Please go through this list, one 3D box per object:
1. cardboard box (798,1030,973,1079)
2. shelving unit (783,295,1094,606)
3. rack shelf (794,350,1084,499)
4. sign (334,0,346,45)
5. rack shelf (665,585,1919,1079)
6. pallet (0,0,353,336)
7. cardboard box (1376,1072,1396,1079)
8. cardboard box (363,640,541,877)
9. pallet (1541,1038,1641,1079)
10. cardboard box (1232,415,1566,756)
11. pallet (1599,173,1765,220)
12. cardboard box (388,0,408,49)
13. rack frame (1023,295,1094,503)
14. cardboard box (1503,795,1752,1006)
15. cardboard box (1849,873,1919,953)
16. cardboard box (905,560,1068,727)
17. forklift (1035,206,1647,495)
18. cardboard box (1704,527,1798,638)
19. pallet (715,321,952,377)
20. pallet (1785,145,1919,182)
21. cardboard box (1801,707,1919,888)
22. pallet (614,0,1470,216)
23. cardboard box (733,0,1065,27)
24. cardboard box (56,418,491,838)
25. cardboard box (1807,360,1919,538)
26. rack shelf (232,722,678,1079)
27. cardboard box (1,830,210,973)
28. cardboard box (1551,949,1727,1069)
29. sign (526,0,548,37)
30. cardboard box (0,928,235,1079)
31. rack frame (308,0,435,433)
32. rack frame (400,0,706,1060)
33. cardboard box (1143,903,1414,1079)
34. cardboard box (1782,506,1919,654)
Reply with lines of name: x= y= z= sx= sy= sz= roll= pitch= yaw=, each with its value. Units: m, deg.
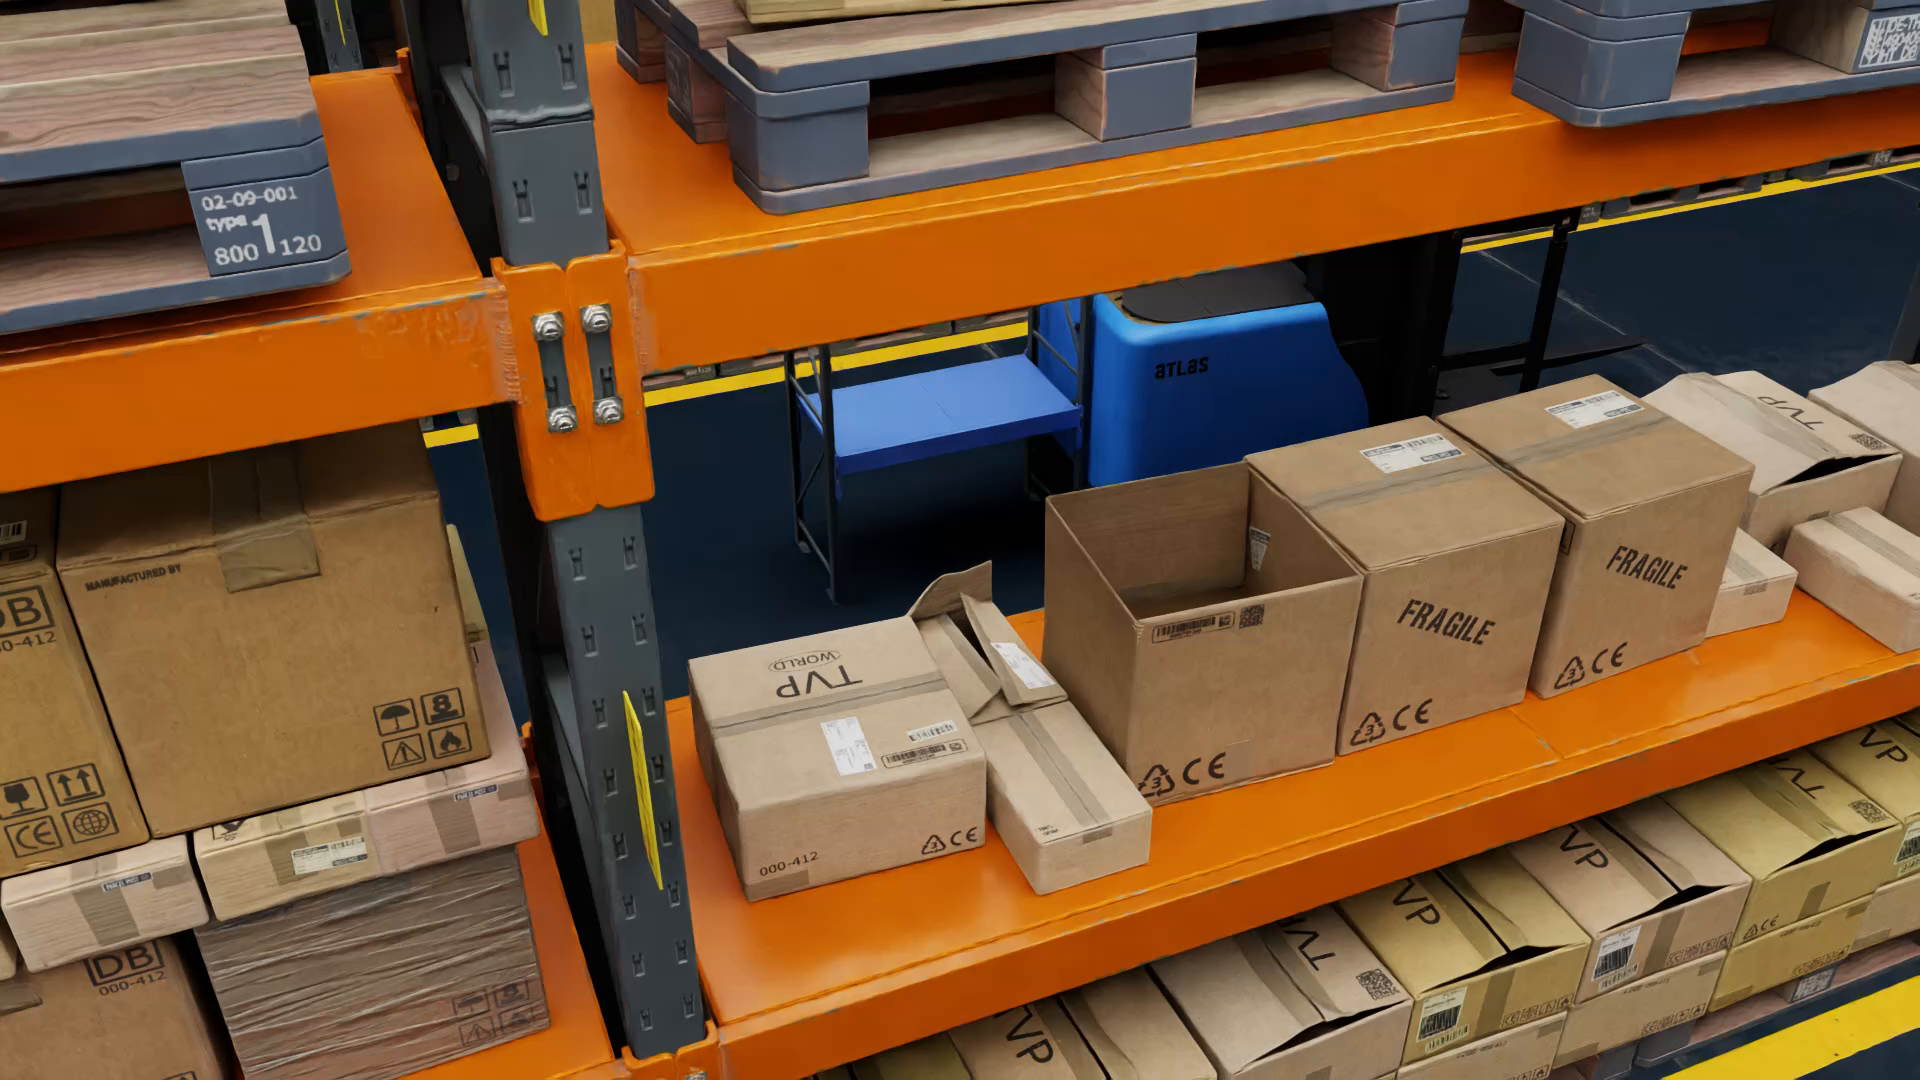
cardboard box: x=-0.223 y=1.282 z=3.651 sx=0.500 sy=0.311 sz=0.500 roll=-13 pitch=35 yaw=-19
shelving unit: x=-0.089 y=-0.610 z=6.313 sx=1.048 sy=1.500 sz=0.538 roll=-13 pitch=35 yaw=-19
rack shelf: x=-0.089 y=-0.459 z=6.411 sx=1.000 sy=0.185 sz=0.538 roll=-13 pitch=35 yaw=-19
sign: x=-2.405 y=-2.079 z=6.401 sx=0.005 sy=0.325 sz=0.100 roll=-13 pitch=35 yaw=-19
rack shelf: x=1.144 y=0.382 z=4.072 sx=4.000 sy=0.370 sz=1.077 roll=-13 pitch=35 yaw=-19
pallet: x=-1.477 y=-0.525 z=2.137 sx=1.213 sy=0.211 sz=1.003 roll=-13 pitch=35 yaw=-19
cardboard box: x=0.716 y=1.300 z=4.137 sx=0.500 sy=0.250 sz=0.500 roll=-14 pitch=36 yaw=-20
cardboard box: x=-0.868 y=0.354 z=2.769 sx=0.250 sy=0.149 sz=0.380 roll=-13 pitch=35 yaw=-19
pallet: x=1.090 y=1.237 z=4.656 sx=1.213 sy=0.211 sz=1.003 roll=-13 pitch=35 yaw=-19
cardboard box: x=0.961 y=0.090 z=3.770 sx=0.500 sy=0.500 sz=0.500 roll=-13 pitch=35 yaw=-19
pallet: x=4.072 y=-2.307 z=10.102 sx=1.213 sy=0.211 sz=1.003 roll=-13 pitch=35 yaw=-19
cardboard box: x=-2.139 y=-2.304 z=7.046 sx=0.500 sy=0.500 sz=0.700 roll=-13 pitch=35 yaw=-19
rack frame: x=0.380 y=-0.716 z=6.476 sx=0.032 sy=1.500 sz=0.500 roll=-13 pitch=35 yaw=-19
cardboard box: x=1.657 y=0.852 z=4.312 sx=0.500 sy=0.311 sz=0.500 roll=-13 pitch=35 yaw=-19
cardboard box: x=2.597 y=0.868 z=4.801 sx=0.500 sy=0.250 sz=0.500 roll=-12 pitch=35 yaw=-18
cardboard box: x=0.039 y=0.281 z=3.691 sx=0.258 sy=0.266 sz=0.396 roll=-14 pitch=35 yaw=-20
forklift: x=1.861 y=-1.567 z=6.471 sx=3.031 sy=2.935 sz=1.130 roll=-10 pitch=34 yaw=-15
cardboard box: x=1.834 y=0.061 z=4.136 sx=0.250 sy=0.149 sz=0.380 roll=-10 pitch=34 yaw=-15
pallet: x=-0.778 y=-1.244 z=8.468 sx=1.213 sy=0.211 sz=1.003 roll=-13 pitch=35 yaw=-19
pallet: x=5.486 y=-2.629 z=10.597 sx=1.213 sy=0.211 sz=1.003 roll=-13 pitch=35 yaw=-19
cardboard box: x=2.600 y=0.634 z=4.647 sx=0.500 sy=0.311 sz=0.500 roll=-12 pitch=35 yaw=-18
pallet: x=0.108 y=-0.867 z=2.758 sx=1.217 sy=0.209 sz=0.805 roll=-14 pitch=36 yaw=-21
cardboard box: x=-0.129 y=-0.993 z=2.528 sx=0.500 sy=0.250 sz=0.500 roll=-9 pitch=34 yaw=-14
cardboard box: x=-1.107 y=0.014 z=2.697 sx=0.500 sy=0.500 sz=0.700 roll=-13 pitch=35 yaw=-19
cardboard box: x=2.635 y=-0.250 z=4.465 sx=0.500 sy=0.311 sz=0.500 roll=-11 pitch=35 yaw=-16
rack shelf: x=-2.545 y=1.226 z=2.774 sx=4.000 sy=0.370 sz=1.077 roll=-13 pitch=35 yaw=-19
cardboard box: x=-1.338 y=0.462 z=2.604 sx=0.250 sy=0.149 sz=0.380 roll=-14 pitch=36 yaw=-20
cardboard box: x=1.658 y=1.084 z=4.470 sx=0.500 sy=0.250 sz=0.500 roll=-12 pitch=35 yaw=-18
sign: x=-0.484 y=-0.726 z=1.818 sx=0.005 sy=0.325 sz=0.100 roll=-13 pitch=35 yaw=-19
cardboard box: x=-1.591 y=0.672 z=2.875 sx=0.500 sy=0.500 sz=0.700 roll=-13 pitch=35 yaw=-19
rack frame: x=-2.622 y=-1.988 z=7.054 sx=0.127 sy=3.000 sz=1.000 roll=-13 pitch=35 yaw=-19
rack frame: x=-0.701 y=0.503 z=3.227 sx=0.127 sy=3.000 sz=1.000 roll=-13 pitch=35 yaw=-19
cardboard box: x=0.717 y=1.069 z=3.978 sx=0.500 sy=0.311 sz=0.500 roll=-14 pitch=36 yaw=-20
cardboard box: x=2.265 y=0.092 z=4.088 sx=0.250 sy=0.149 sz=0.380 roll=-13 pitch=35 yaw=-19
